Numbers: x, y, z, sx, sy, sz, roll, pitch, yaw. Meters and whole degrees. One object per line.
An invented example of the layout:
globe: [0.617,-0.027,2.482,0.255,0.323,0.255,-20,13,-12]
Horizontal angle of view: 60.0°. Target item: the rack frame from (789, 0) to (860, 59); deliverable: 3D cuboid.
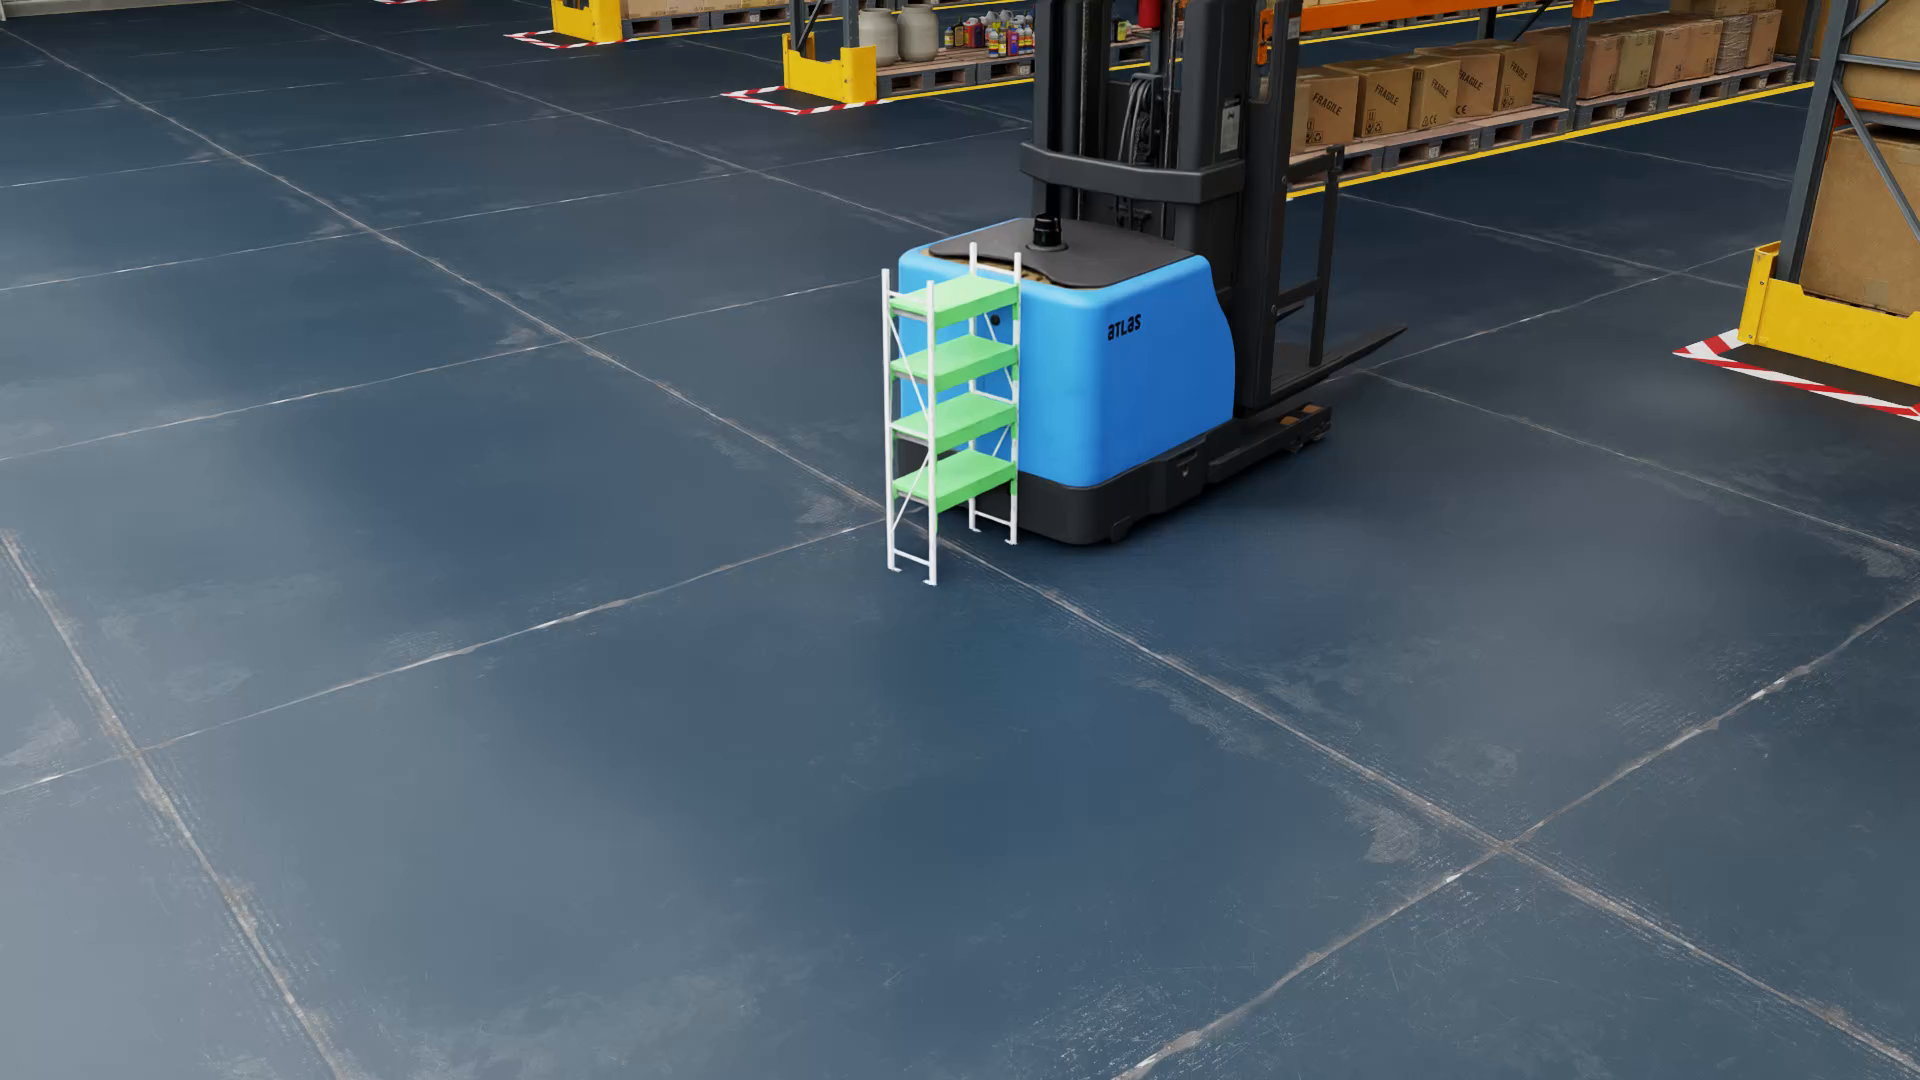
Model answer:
rack frame: [-1.285,-5.629,15.316,0.127,3.000,1.000,-18,31,-34]

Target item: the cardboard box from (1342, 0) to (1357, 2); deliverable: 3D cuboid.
cardboard box: [2.742,-4.060,12.233,0.250,0.149,0.380,-18,31,-34]

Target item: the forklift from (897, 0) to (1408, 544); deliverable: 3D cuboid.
forklift: [1.080,-1.853,7.261,1.130,2.935,3.031,20,32,36]

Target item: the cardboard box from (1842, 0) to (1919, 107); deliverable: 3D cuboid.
cardboard box: [5.017,-2.499,8.392,0.550,0.550,0.875,-18,31,-34]

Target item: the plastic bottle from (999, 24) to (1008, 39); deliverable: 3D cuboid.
plastic bottle: [0.451,-5.290,17.387,0.097,0.201,0.097,0,25,0]

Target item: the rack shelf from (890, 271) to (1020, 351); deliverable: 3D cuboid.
rack shelf: [-0.026,-0.857,6.183,0.258,0.148,0.480,20,32,36]

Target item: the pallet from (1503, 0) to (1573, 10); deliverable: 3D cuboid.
pallet: [7.526,-7.295,22.218,1.213,0.211,1.003,-18,31,-34]

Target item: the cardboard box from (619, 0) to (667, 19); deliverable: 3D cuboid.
cardboard box: [-3.779,-6.280,19.486,0.500,0.250,0.500,-18,31,-34]

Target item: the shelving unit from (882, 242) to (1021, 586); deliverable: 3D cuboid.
shelving unit: [-0.026,-0.480,6.358,0.258,1.200,0.503,20,32,36]

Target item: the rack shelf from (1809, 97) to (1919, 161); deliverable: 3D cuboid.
rack shelf: [6.327,-2.512,9.455,4.000,0.370,1.077,-18,31,-34]

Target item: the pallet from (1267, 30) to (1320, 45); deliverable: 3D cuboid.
pallet: [3.418,-5.939,19.296,1.213,0.211,1.003,-18,31,-34]

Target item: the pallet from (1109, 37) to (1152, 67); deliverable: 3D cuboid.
pallet: [1.309,-5.243,17.796,1.213,0.211,1.003,-18,31,-34]

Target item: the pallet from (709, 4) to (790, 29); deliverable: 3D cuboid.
pallet: [-2.803,-6.534,20.578,1.213,0.211,1.003,-18,31,-34]

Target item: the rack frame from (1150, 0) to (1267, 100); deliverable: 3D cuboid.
rack frame: [1.772,-3.989,11.781,0.127,3.000,1.000,-18,31,-34]

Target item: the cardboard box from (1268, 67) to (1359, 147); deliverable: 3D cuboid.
cardboard box: [2.723,-3.368,12.915,0.500,0.500,0.500,-10,27,-21]

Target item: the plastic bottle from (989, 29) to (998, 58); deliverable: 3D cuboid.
plastic bottle: [0.335,-4.959,16.590,0.097,0.271,0.097,0,25,0]

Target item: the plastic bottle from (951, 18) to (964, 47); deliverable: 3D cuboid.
plastic bottle: [-0.029,-5.255,17.215,0.133,0.283,0.061,-17,30,-33]

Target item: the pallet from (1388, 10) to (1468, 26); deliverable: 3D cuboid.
pallet: [5.605,-6.661,20.852,1.213,0.211,1.003,-18,31,-34]

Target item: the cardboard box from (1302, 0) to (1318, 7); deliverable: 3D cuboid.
cardboard box: [2.352,-3.928,11.949,0.250,0.149,0.380,-18,31,-34]

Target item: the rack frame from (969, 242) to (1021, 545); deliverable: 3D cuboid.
rack frame: [0.133,-0.557,6.526,0.240,1.200,0.015,20,32,36]

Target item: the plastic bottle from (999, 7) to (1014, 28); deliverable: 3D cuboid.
plastic bottle: [0.489,-5.435,17.521,0.185,0.351,0.144,-19,31,-34]

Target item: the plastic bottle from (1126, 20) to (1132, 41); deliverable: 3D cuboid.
plastic bottle: [1.770,-5.401,17.626,0.097,0.201,0.097,0,25,0]

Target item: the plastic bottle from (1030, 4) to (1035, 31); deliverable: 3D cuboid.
plastic bottle: [0.823,-5.545,17.759,0.185,0.351,0.144,-20,31,-36]

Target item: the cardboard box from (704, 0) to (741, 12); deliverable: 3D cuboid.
cardboard box: [-2.994,-6.541,20.048,0.500,0.250,0.500,-18,31,-34]

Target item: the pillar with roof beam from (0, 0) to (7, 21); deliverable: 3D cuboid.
pillar with roof beam: [-9.446,-9.116,15.703,0.400,9.000,9.100,-18,31,-34]

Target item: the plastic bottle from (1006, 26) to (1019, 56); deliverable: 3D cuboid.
plastic bottle: [0.524,-5.017,16.701,0.133,0.283,0.061,-18,30,-33]

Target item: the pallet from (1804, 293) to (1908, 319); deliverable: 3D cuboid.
pallet: [5.334,-1.288,9.274,1.213,0.211,1.003,-18,31,-34]

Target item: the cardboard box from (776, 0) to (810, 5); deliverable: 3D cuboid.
cardboard box: [-2.204,-6.799,20.605,0.500,0.250,0.500,-18,31,-34]

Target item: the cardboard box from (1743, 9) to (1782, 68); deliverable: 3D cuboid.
cardboard box: [7.552,-4.952,16.303,0.500,0.500,0.700,-20,32,-37]

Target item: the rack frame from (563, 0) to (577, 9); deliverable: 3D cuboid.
rack frame: [-4.338,-7.271,18.854,0.127,3.000,1.000,-18,31,-34]

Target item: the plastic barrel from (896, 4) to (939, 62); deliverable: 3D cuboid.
plastic barrel: [-0.419,-5.018,16.455,0.421,0.512,0.421,0,25,0]

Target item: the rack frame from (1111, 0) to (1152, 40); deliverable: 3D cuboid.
rack frame: [1.863,-6.668,17.555,0.127,3.000,1.000,-18,31,-34]

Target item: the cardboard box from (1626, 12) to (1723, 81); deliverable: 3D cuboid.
cardboard box: [6.682,-4.654,15.661,0.500,0.500,0.700,-15,29,-30]

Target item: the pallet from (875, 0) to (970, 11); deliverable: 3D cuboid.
pallet: [-0.635,-7.250,22.120,1.213,0.211,1.003,-18,31,-34]

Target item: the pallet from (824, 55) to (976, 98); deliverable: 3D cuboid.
pallet: [-0.611,-4.609,16.430,1.213,0.211,1.003,-18,31,-34]

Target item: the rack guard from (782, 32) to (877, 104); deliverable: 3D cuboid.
rack guard: [-1.254,-4.531,15.919,0.348,0.500,1.175,-18,31,-34]

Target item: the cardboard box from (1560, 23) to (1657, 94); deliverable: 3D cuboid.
cardboard box: [5.803,-4.363,15.035,0.500,0.500,0.700,-18,31,-34]

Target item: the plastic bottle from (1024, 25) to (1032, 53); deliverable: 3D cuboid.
plastic bottle: [0.683,-5.074,16.838,0.097,0.271,0.097,0,25,0]

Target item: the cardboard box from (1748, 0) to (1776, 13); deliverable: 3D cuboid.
cardboard box: [7.558,-5.289,16.138,0.500,0.250,0.500,-17,30,-32]

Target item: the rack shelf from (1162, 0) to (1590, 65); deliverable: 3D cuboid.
rack shelf: [3.346,-4.182,13.052,4.000,0.370,1.077,-18,31,-34]

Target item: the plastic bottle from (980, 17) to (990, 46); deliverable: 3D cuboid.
plastic bottle: [0.215,-5.308,17.337,0.135,0.276,0.152,-19,31,-35]

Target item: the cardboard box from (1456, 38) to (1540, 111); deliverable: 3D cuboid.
cardboard box: [4.580,-3.994,14.262,0.500,0.500,0.500,-19,31,-36]

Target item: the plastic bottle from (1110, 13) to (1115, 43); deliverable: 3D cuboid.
plastic bottle: [1.534,-5.404,17.454,0.185,0.351,0.144,-19,31,-35]

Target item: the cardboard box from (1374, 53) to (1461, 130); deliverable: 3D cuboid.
cardboard box: [3.694,-3.655,13.533,0.500,0.500,0.500,-22,33,-38]

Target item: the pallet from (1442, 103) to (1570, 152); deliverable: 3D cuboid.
pallet: [4.413,-3.577,14.206,1.213,0.211,1.003,-18,31,-34]

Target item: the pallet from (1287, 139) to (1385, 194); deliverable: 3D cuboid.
pallet: [2.493,-2.943,12.840,1.213,0.211,1.003,-18,31,-34]

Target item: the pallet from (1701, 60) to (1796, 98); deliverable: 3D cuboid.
pallet: [7.451,-4.599,16.409,1.213,0.211,1.003,-18,31,-34]

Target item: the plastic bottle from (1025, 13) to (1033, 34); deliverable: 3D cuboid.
plastic bottle: [0.731,-5.458,17.667,0.097,0.271,0.097,0,25,0]

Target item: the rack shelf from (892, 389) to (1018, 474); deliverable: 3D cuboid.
rack shelf: [-0.026,-0.422,6.385,0.258,0.148,0.480,20,32,36]

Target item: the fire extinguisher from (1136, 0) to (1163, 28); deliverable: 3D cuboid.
fire extinguisher: [1.397,-4.076,12.062,0.183,0.674,0.296,-18,31,-34]
